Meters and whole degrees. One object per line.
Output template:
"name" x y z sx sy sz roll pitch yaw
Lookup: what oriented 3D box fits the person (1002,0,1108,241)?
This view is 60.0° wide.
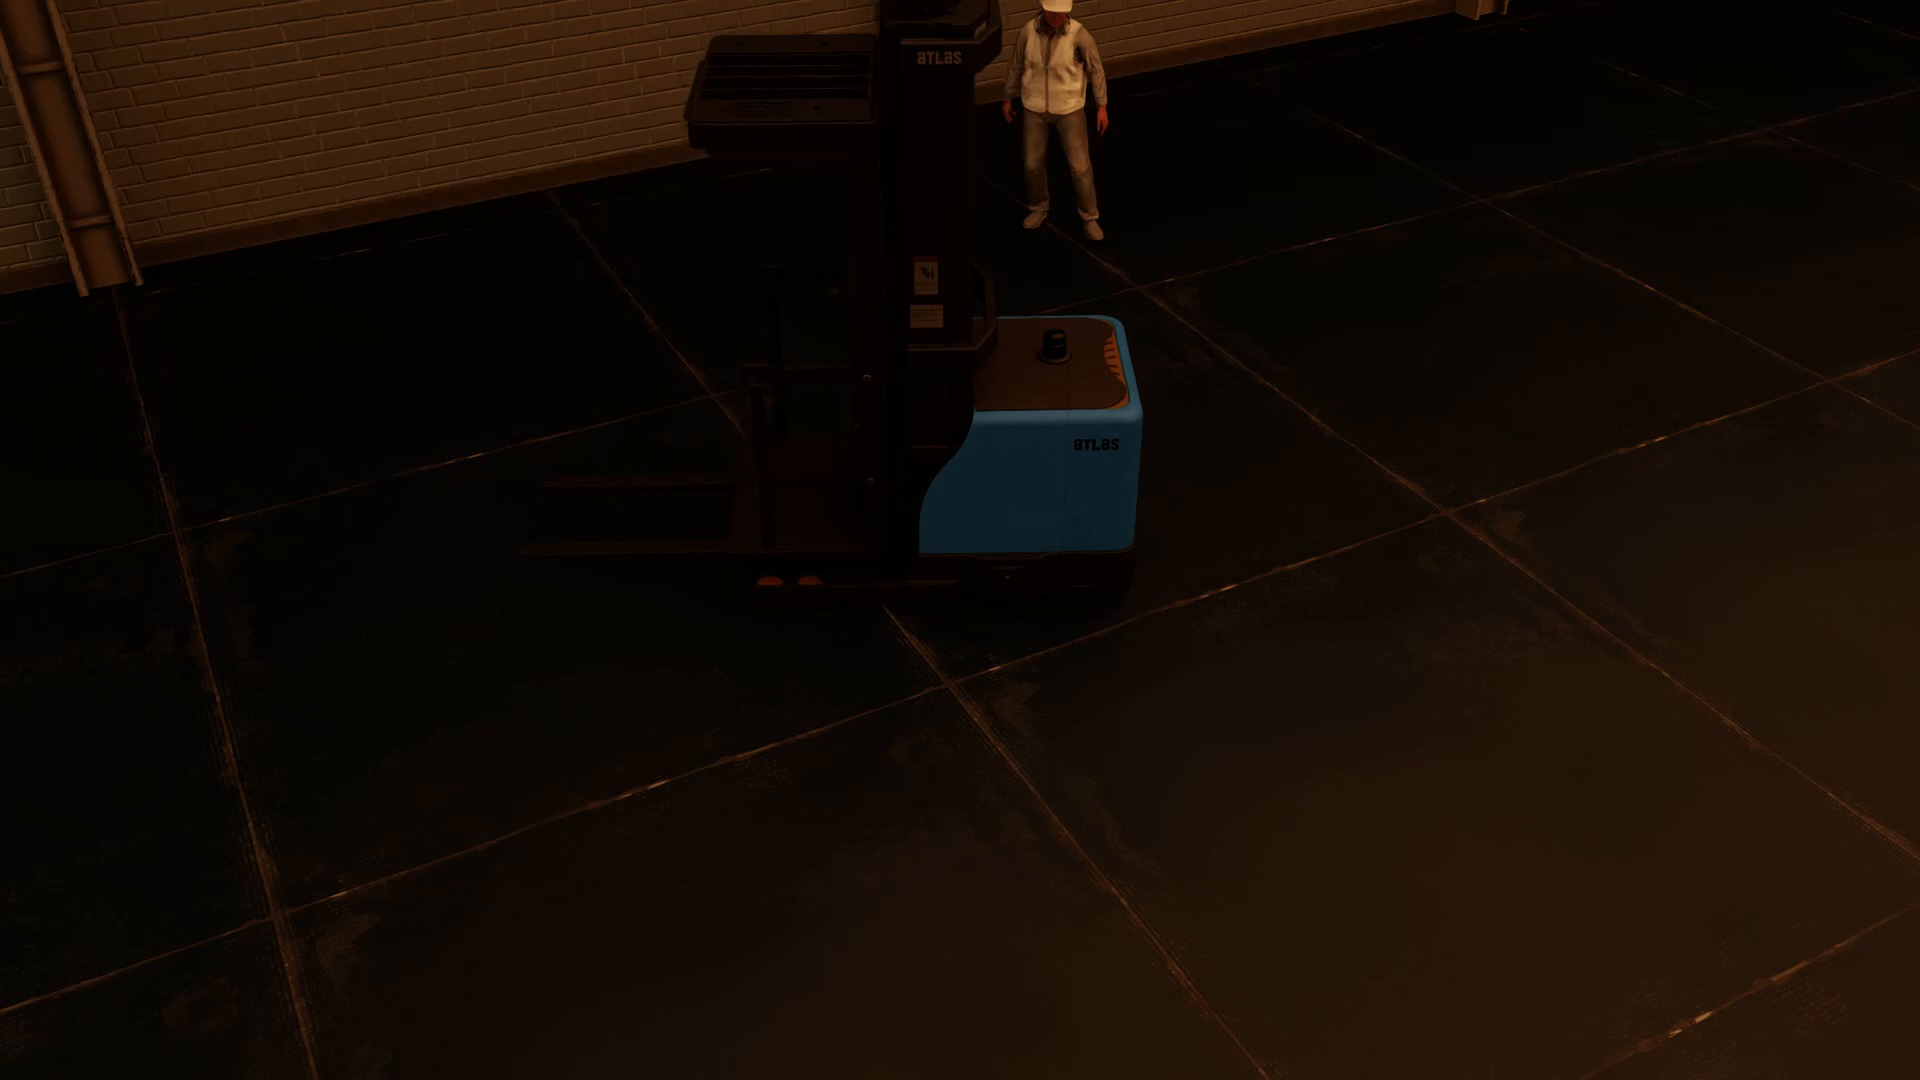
"person" 0.652 -2.936 11.303 0.796 1.746 0.431 9 36 12

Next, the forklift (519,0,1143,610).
"forklift" -0.664 -1.163 7.769 3.031 2.935 1.130 -1 35 -1
